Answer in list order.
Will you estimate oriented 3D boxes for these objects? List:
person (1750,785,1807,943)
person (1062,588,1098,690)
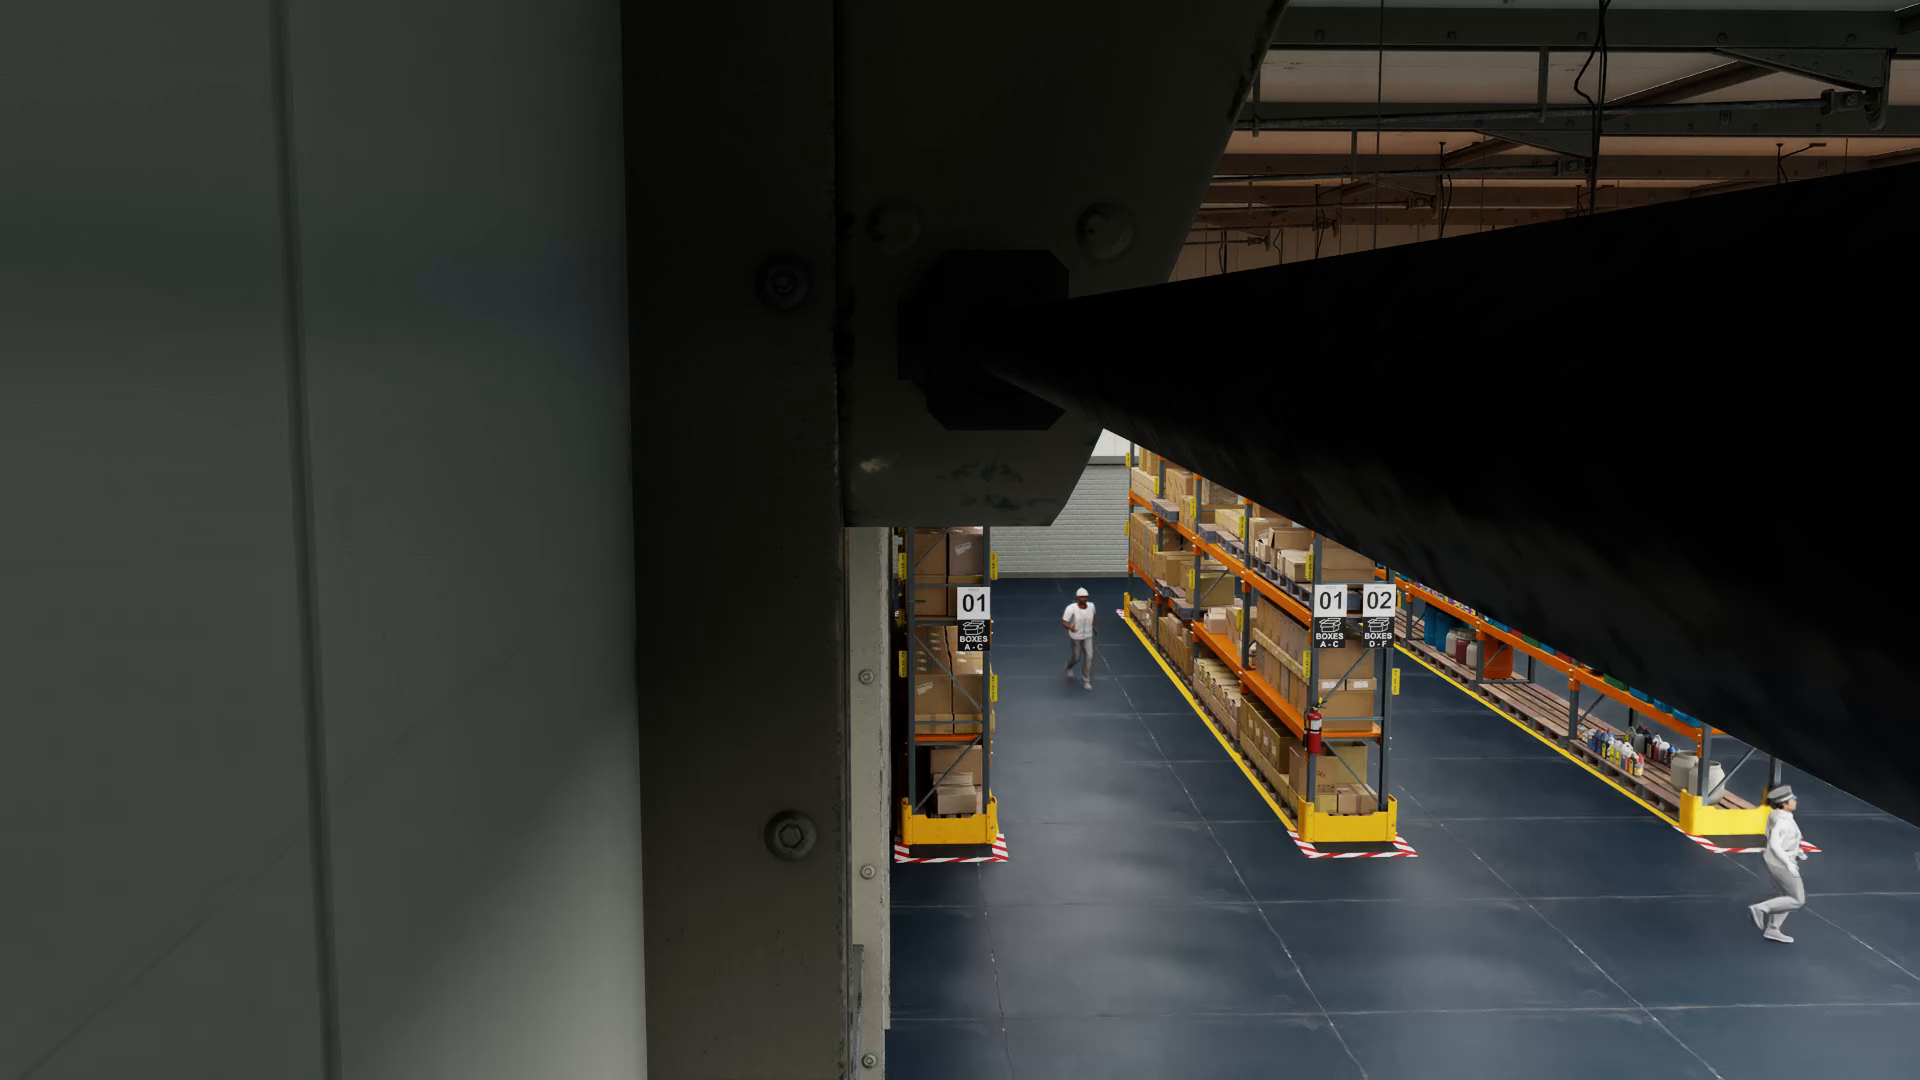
[{"bbox_3d":[8.455,3.336,17.155,0.552,1.656,0.606,2,8,15],"label":"person"},{"bbox_3d":[2.114,1.675,29.354,0.682,1.696,0.926,-2,8,-16],"label":"person"}]
